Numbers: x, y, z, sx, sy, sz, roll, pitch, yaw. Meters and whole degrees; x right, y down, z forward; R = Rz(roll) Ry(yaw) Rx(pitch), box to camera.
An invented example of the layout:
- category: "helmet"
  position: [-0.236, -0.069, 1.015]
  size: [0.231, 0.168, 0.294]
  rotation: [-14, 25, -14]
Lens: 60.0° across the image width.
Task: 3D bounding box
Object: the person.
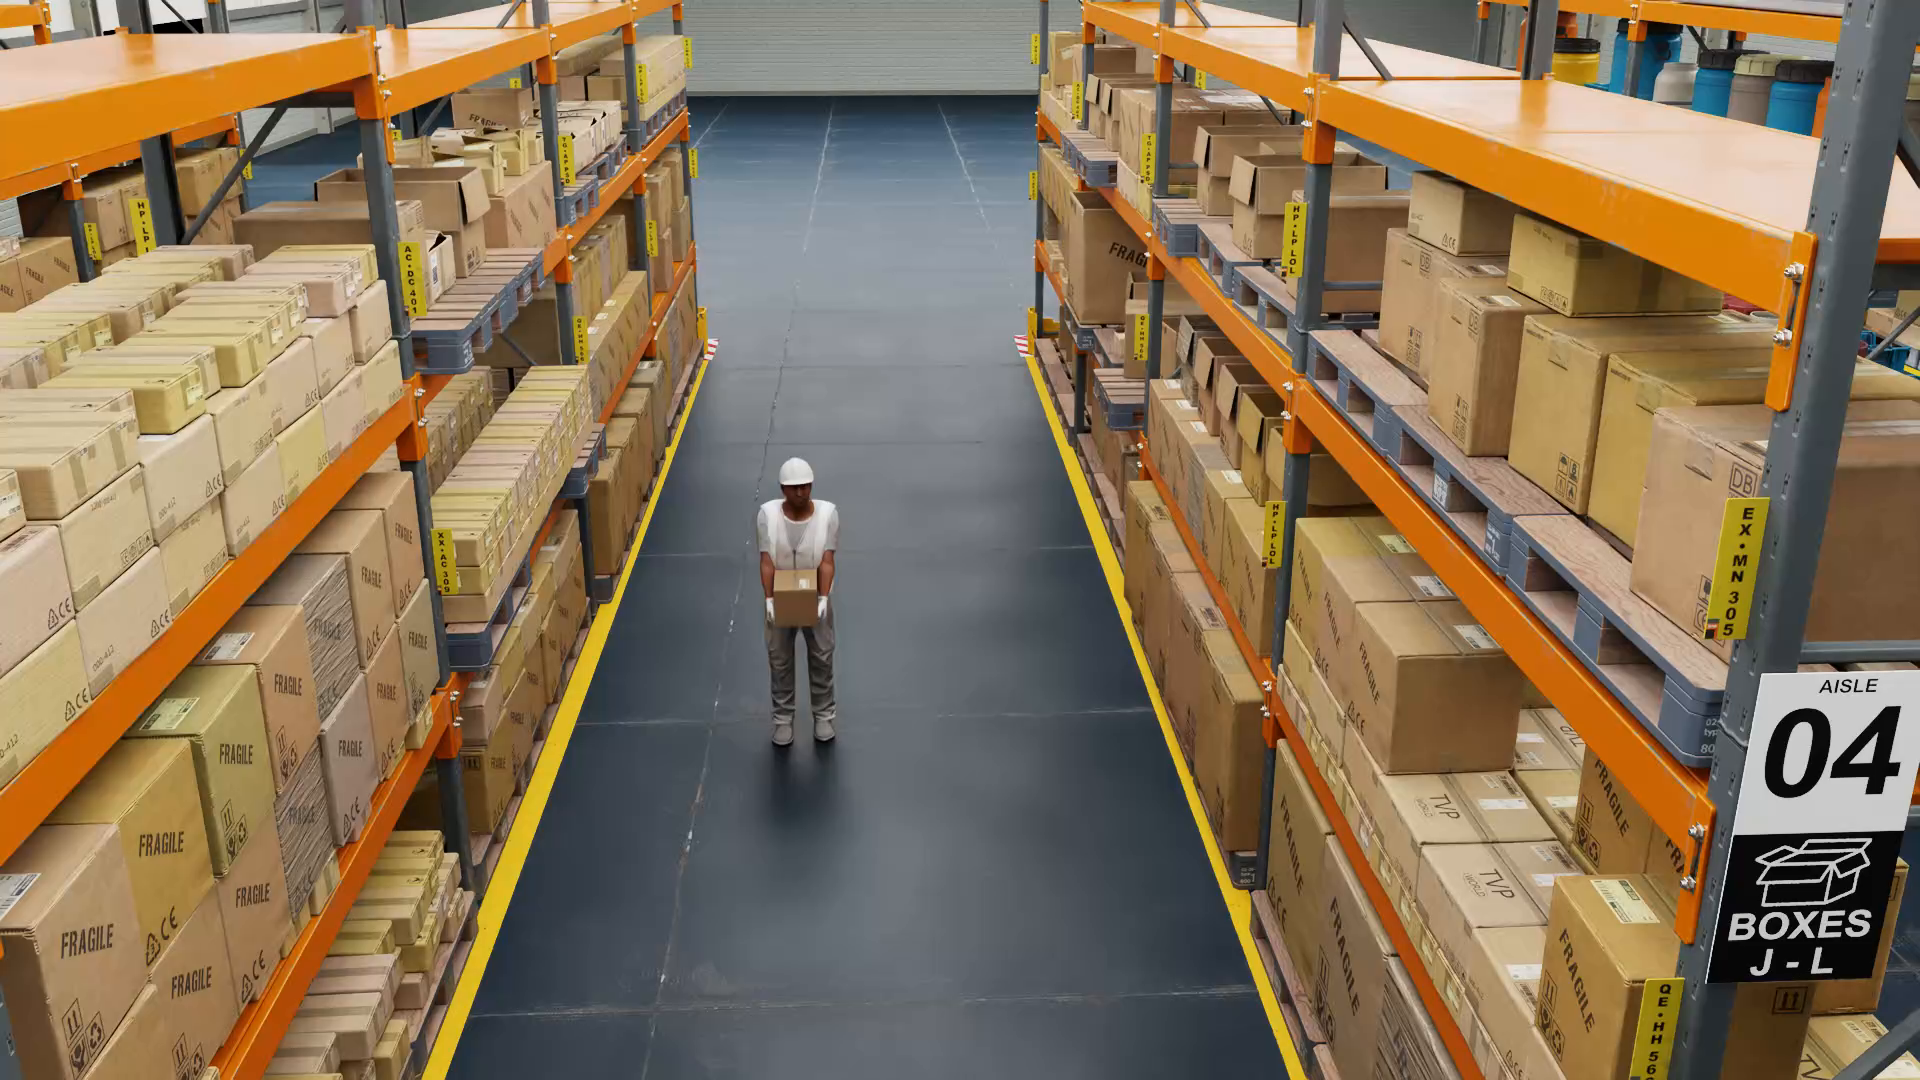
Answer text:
- category: "person"
  position: [-0.961, 0.386, 9.997]
  size: [0.491, 1.781, 0.582]
  rotation: [-1, 20, -4]
